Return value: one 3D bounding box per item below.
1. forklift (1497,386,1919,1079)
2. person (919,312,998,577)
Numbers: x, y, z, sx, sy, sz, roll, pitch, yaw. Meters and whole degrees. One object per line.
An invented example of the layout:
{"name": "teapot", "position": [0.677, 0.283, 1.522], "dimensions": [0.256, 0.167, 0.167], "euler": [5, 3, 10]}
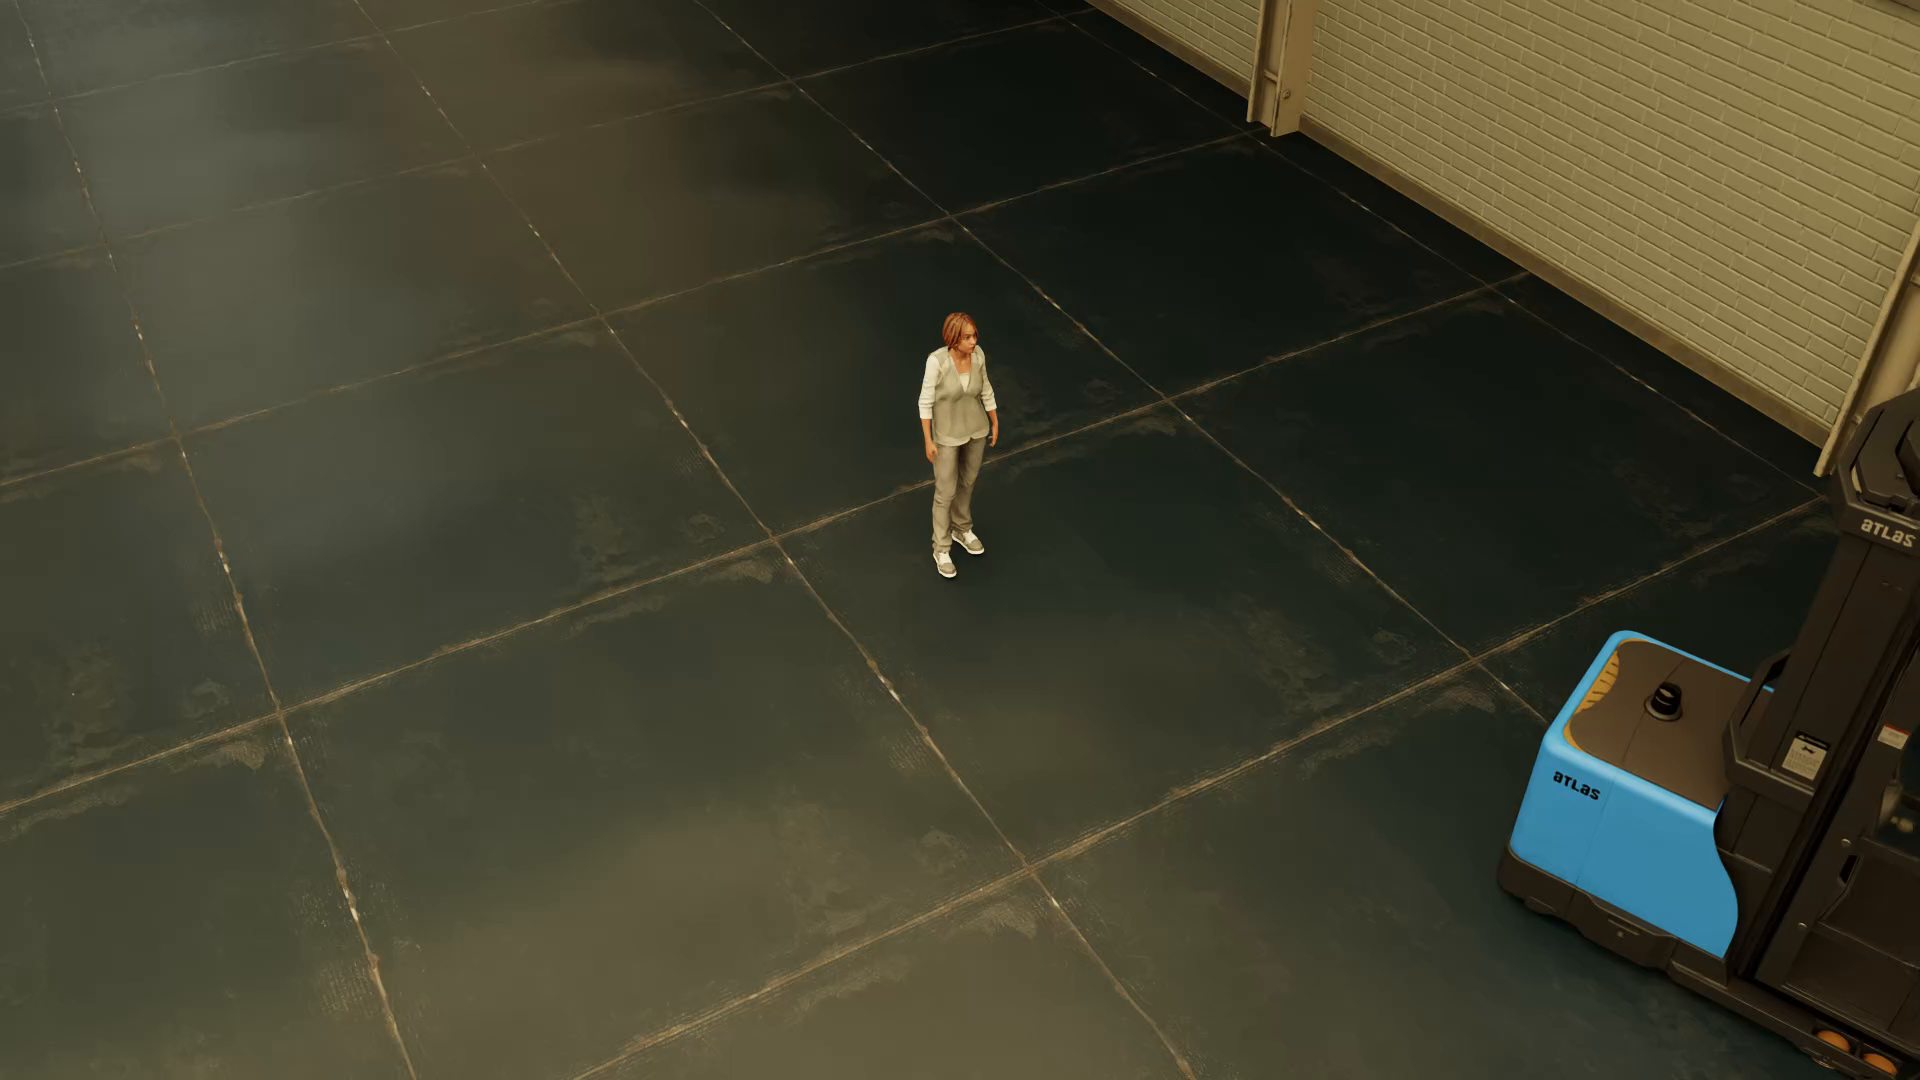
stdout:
{"name": "forklift", "position": [4.132, 0.928, 6.917], "dimensions": [3.031, 2.935, 1.130], "euler": [26, 46, 28]}
{"name": "person", "position": [0.024, -0.575, 9.763], "dimensions": [0.520, 1.597, 0.475], "euler": [-20, 44, -23]}
